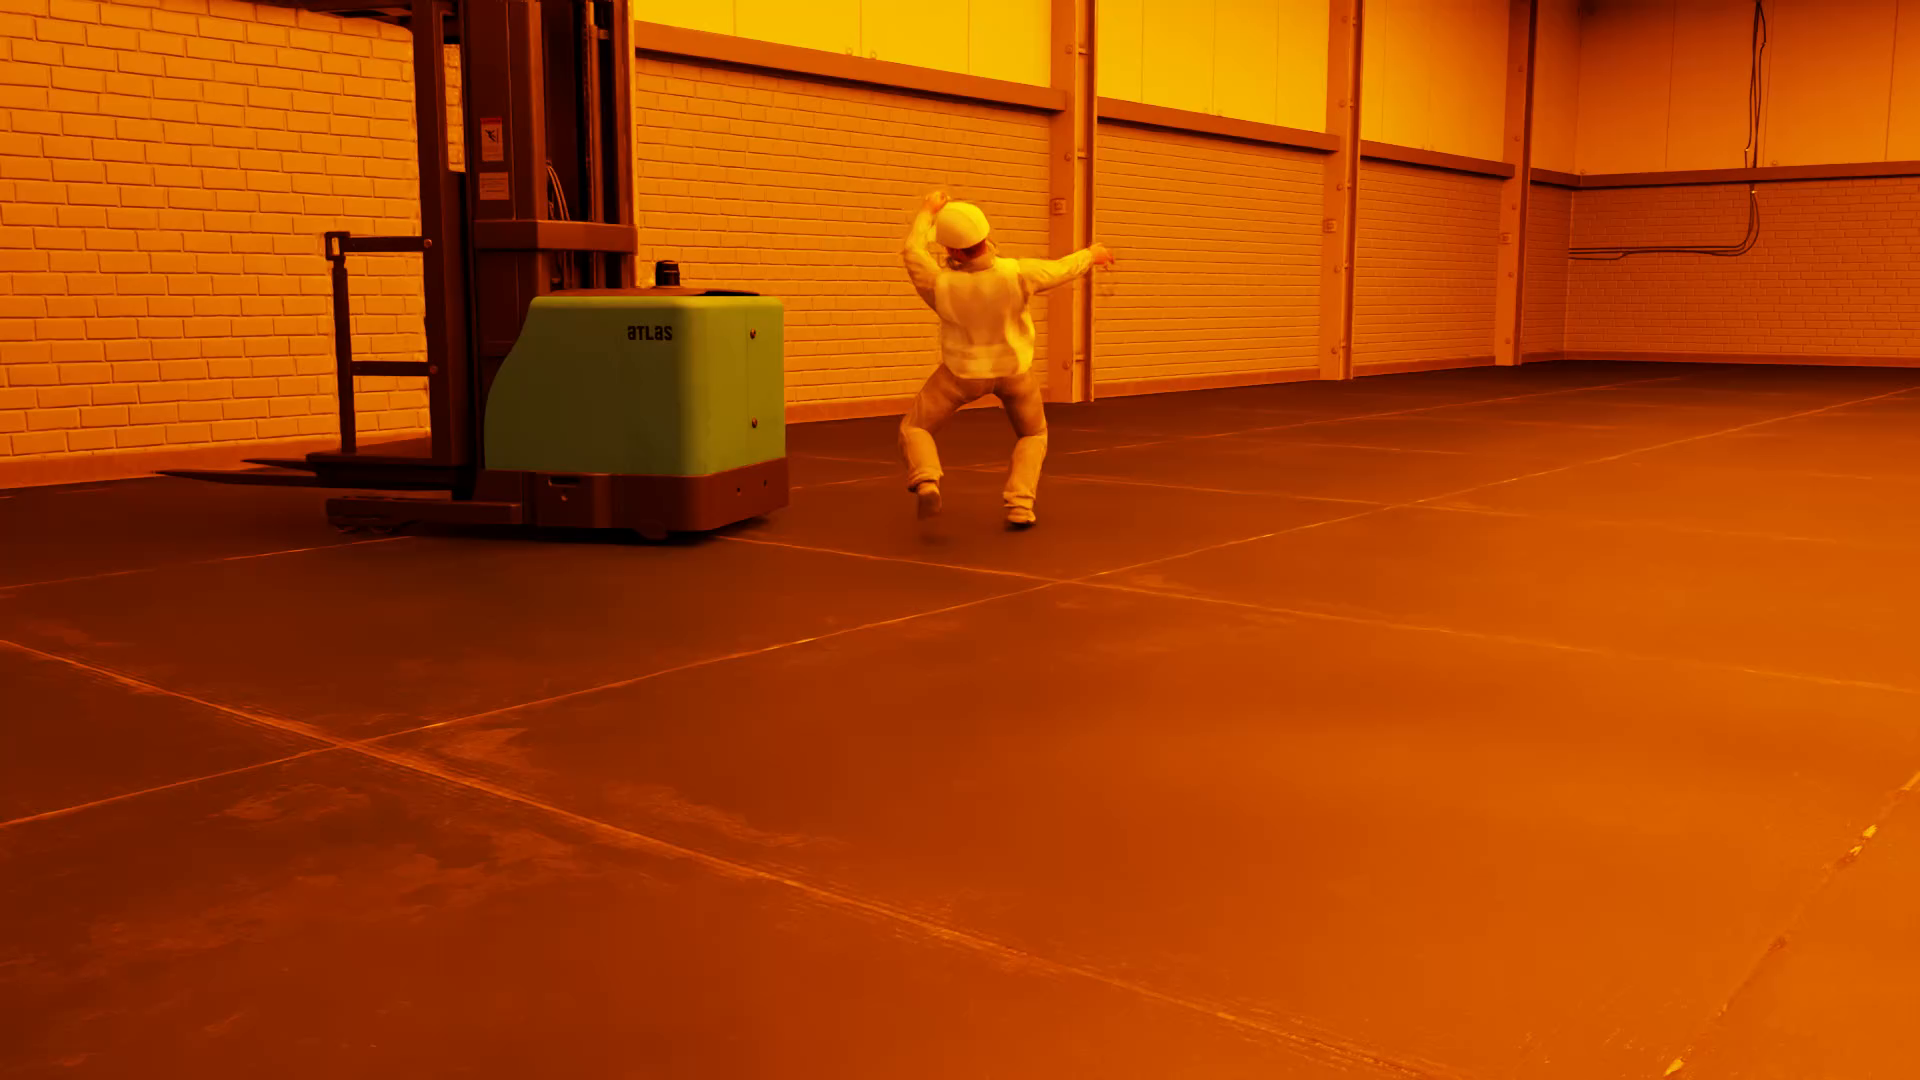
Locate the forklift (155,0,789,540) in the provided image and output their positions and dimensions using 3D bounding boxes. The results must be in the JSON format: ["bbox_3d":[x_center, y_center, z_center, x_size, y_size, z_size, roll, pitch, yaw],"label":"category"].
[{"bbox_3d":[-2.402,-1.546,7.850,3.031,2.935,1.130,2,9,16],"label":"forklift"}]

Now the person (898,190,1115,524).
[{"bbox_3d":[0.255,-0.841,7.679,1.047,1.559,0.706,-2,8,-11],"label":"person"}]
